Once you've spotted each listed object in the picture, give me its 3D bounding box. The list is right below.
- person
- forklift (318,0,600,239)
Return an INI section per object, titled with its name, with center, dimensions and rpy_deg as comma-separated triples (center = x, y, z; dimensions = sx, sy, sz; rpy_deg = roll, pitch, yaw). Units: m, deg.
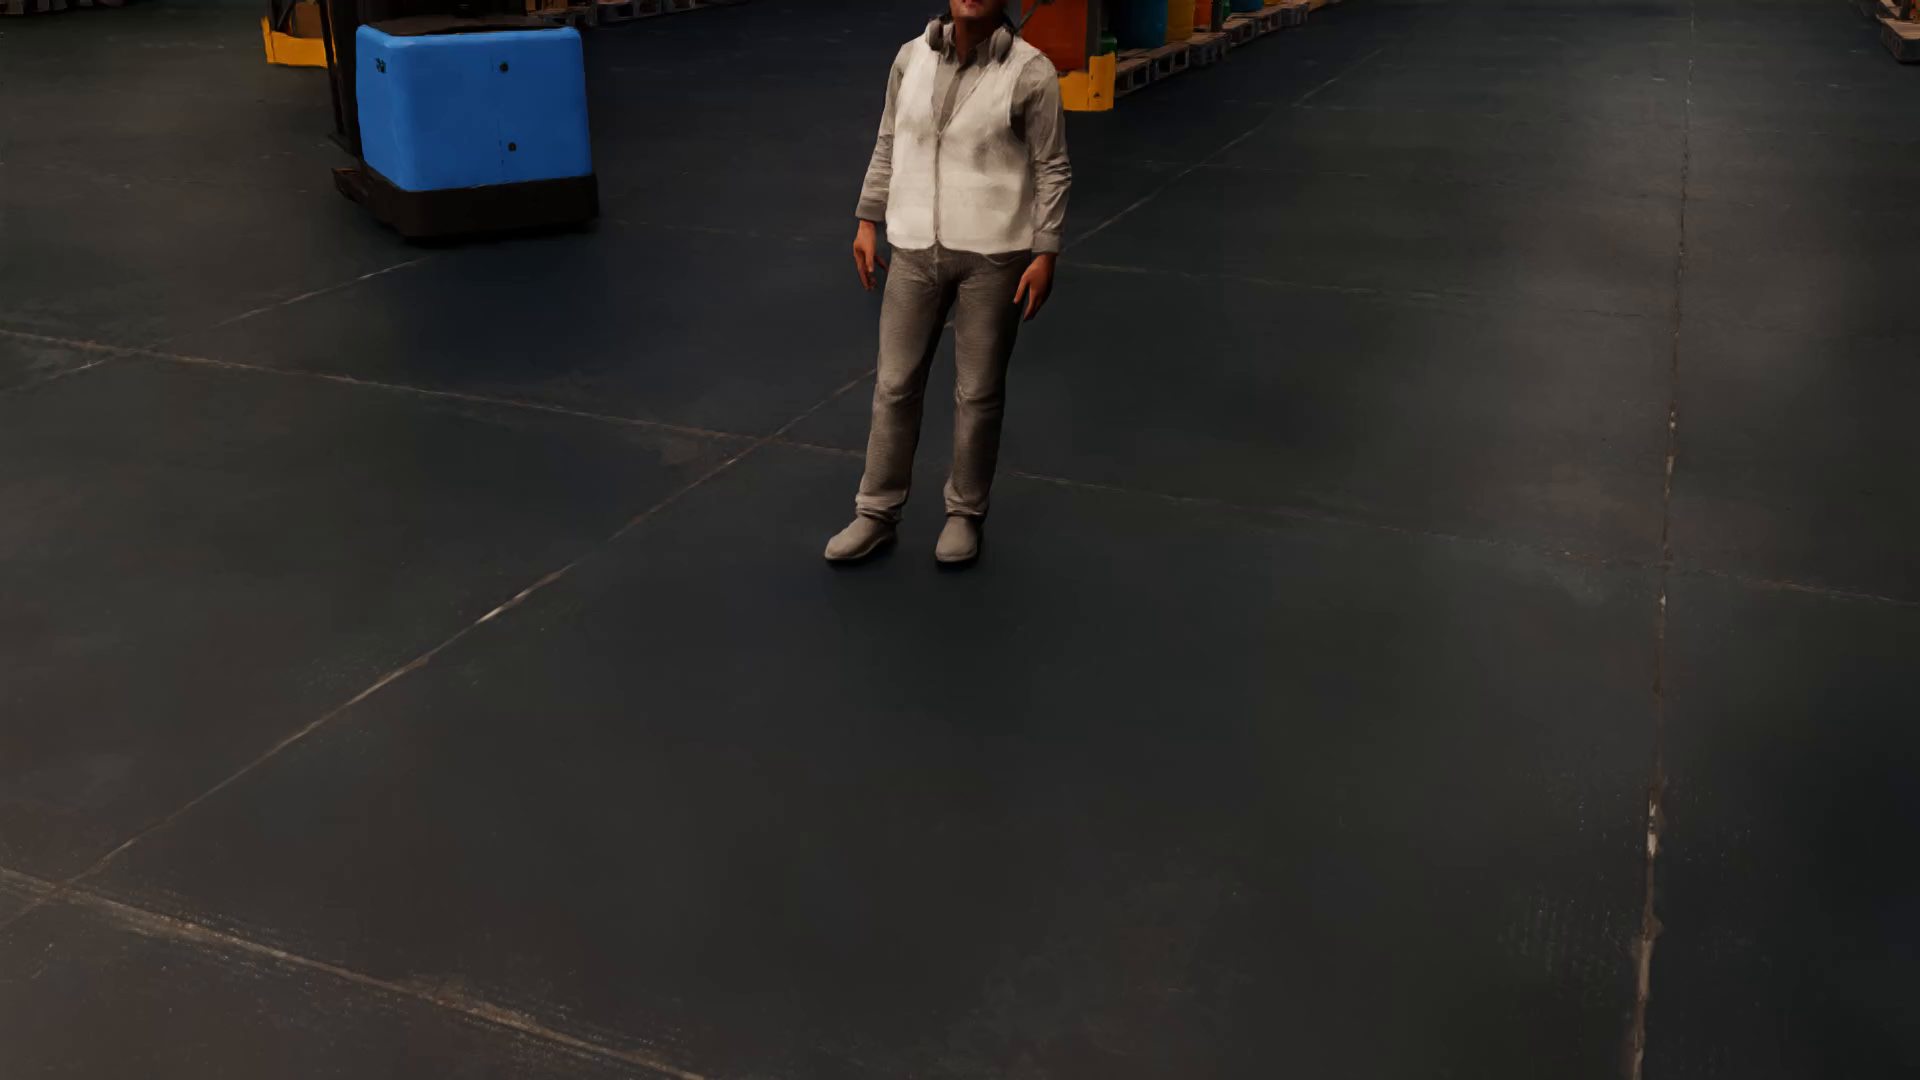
[person]
center = -0.031, -0.802, 4.699
dimensions = 0.632, 1.768, 0.567
rpy_deg = 9, 24, 21
[forklift]
center = -3.158, -3.462, 9.576
dimensions = 1.130, 2.935, 3.031
rpy_deg = -12, 26, -27
